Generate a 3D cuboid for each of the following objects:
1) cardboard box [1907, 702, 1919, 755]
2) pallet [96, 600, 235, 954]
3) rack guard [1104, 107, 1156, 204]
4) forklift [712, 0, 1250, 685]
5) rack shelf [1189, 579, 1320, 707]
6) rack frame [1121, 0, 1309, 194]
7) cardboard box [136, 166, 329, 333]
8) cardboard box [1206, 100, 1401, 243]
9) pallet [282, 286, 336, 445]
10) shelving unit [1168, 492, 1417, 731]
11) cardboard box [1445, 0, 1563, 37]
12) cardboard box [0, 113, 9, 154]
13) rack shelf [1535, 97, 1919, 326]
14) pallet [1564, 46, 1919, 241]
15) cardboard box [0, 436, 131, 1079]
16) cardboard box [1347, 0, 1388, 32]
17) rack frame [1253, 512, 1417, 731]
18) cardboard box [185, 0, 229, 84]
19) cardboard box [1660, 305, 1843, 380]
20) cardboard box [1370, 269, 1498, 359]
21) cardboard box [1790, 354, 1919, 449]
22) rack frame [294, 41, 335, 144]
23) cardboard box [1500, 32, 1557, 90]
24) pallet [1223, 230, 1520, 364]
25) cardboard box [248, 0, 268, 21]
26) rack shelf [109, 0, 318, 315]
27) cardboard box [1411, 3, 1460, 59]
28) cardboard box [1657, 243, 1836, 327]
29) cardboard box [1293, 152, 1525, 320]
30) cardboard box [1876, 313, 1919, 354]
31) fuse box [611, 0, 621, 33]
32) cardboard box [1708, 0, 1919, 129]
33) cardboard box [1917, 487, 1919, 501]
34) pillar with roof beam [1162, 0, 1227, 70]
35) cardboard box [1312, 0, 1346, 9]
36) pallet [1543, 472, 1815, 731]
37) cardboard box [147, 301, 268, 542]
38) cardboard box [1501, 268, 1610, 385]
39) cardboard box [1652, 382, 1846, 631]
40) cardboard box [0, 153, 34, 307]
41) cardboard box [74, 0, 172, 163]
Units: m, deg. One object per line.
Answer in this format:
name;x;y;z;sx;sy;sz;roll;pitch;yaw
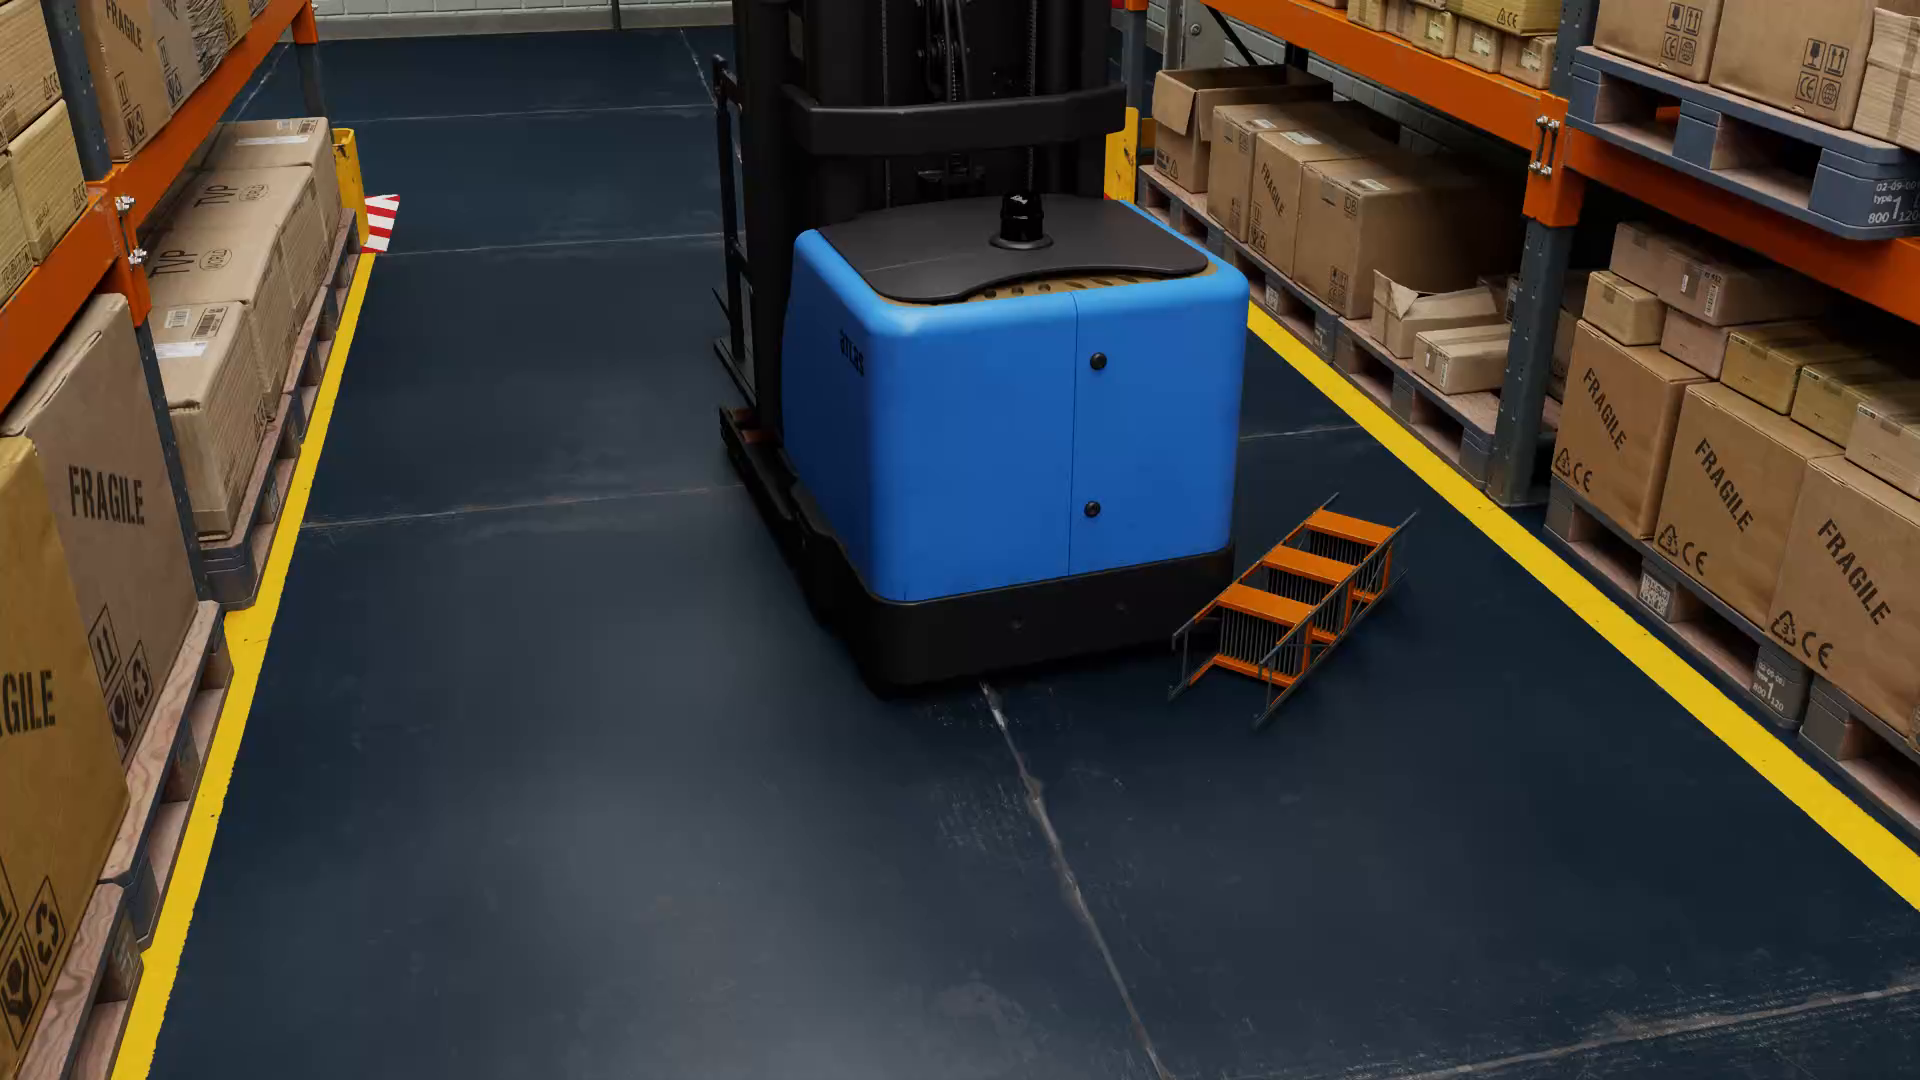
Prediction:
cardboard box;2.488;0.331;3.573;0.500;0.500;0.500;-7;28;-13
pallet;-2.338;0.568;3.889;1.003;0.211;1.213;-6;27;-12
rack guard;1.365;-2.120;8.895;1.175;0.500;0.348;-6;27;-12
forklift;-0.204;-1.575;5.118;1.130;2.935;3.031;-9;28;-17
rack shelf;0.784;0.277;4.428;0.240;0.215;0.259;17;32;31
rack frame;1.348;-3.269;8.398;1.000;3.000;0.127;-6;27;-12
cardboard box;-3.027;-1.127;6.531;0.875;0.438;0.875;-5;27;-10
cardboard box;1.548;-1.683;7.564;0.700;0.500;0.500;-5;27;-9
pallet;-2.959;-0.641;6.286;1.003;0.211;1.213;-6;27;-12
shelving unit;0.948;0.171;4.640;0.252;0.215;1.050;17;32;31
cardboard box;1.897;-1.778;5.280;0.500;0.250;0.500;-5;27;-10
cardboard box;-2.130;-0.776;3.070;0.500;0.250;0.500;-5;27;-10
rack shelf;2.700;-0.314;3.342;1.077;0.370;4.000;-6;27;-12
pallet;2.323;-1.066;4.245;1.003;0.211;1.213;-6;27;-12
cardboard box;-2.157;0.413;2.994;0.875;0.875;0.875;-5;27;-10
cardboard box;1.652;-1.966;6.095;0.380;0.149;0.250;-6;27;-12
rack frame;1.049;0.202;4.578;0.008;0.200;1.050;17;32;31
cardboard box;-2.652;-1.725;5.228;0.500;0.500;0.500;-6;27;-11
cardboard box;2.209;-0.576;4.651;0.380;0.149;0.250;-7;28;-13
cardboard box;1.757;-0.852;6.176;0.396;0.266;0.258;-5;27;-10
cardboard box;2.353;-0.346;4.194;0.380;0.149;0.250;-6;27;-12
rack frame;-3.487;-2.763;7.396;1.000;3.000;0.127;-6;27;-12
cardboard box;1.931;-1.515;5.202;0.380;0.149;0.250;-6;27;-11
pallet;1.817;-1.106;7.208;1.003;0.211;1.213;-6;27;-12
cardboard box;-2.897;-2.177;6.122;0.500;0.500;0.500;-5;27;-10
rack shelf;-3.037;-1.564;5.819;1.077;0.370;4.000;-6;27;-12
cardboard box;1.769;-1.739;5.645;0.380;0.149;0.250;-5;27;-10
cardboard box;2.176;-0.713;4.592;0.380;0.149;0.250;-7;28;-14
cardboard box;1.782;-1.228;6.661;0.700;0.500;0.500;-7;28;-14
cardboard box;2.741;-0.521;4.542;0.380;0.149;0.250;-6;27;-11
fuse box;-2.701;-4.811;12.882;0.539;1.711;0.414;-6;27;-12
cardboard box;2.257;-1.283;3.886;0.700;0.500;0.500;-6;27;-11
cardboard box;2.426;-0.123;3.753;0.380;0.149;0.250;-5;27;-10
pillar with roof beam;-2.576;-6.785;8.707;9.100;9.000;0.400;-6;27;-12
cardboard box;1.601;-2.195;6.548;0.380;0.149;0.250;-6;27;-12
pallet;2.470;0.085;4.847;1.003;0.211;1.213;-6;27;-12
cardboard box;-2.623;-0.338;4.967;0.875;0.438;0.875;-6;27;-12
cardboard box;2.331;-0.814;6.052;0.500;0.311;0.500;-5;27;-10
cardboard box;2.269;-0.117;4.460;0.500;0.500;0.500;-6;27;-12
cardboard box;-2.125;-0.545;3.168;0.500;0.250;0.500;-6;27;-12
cardboard box;-2.436;-1.285;4.355;0.500;0.500;0.500;-5;27;-10
